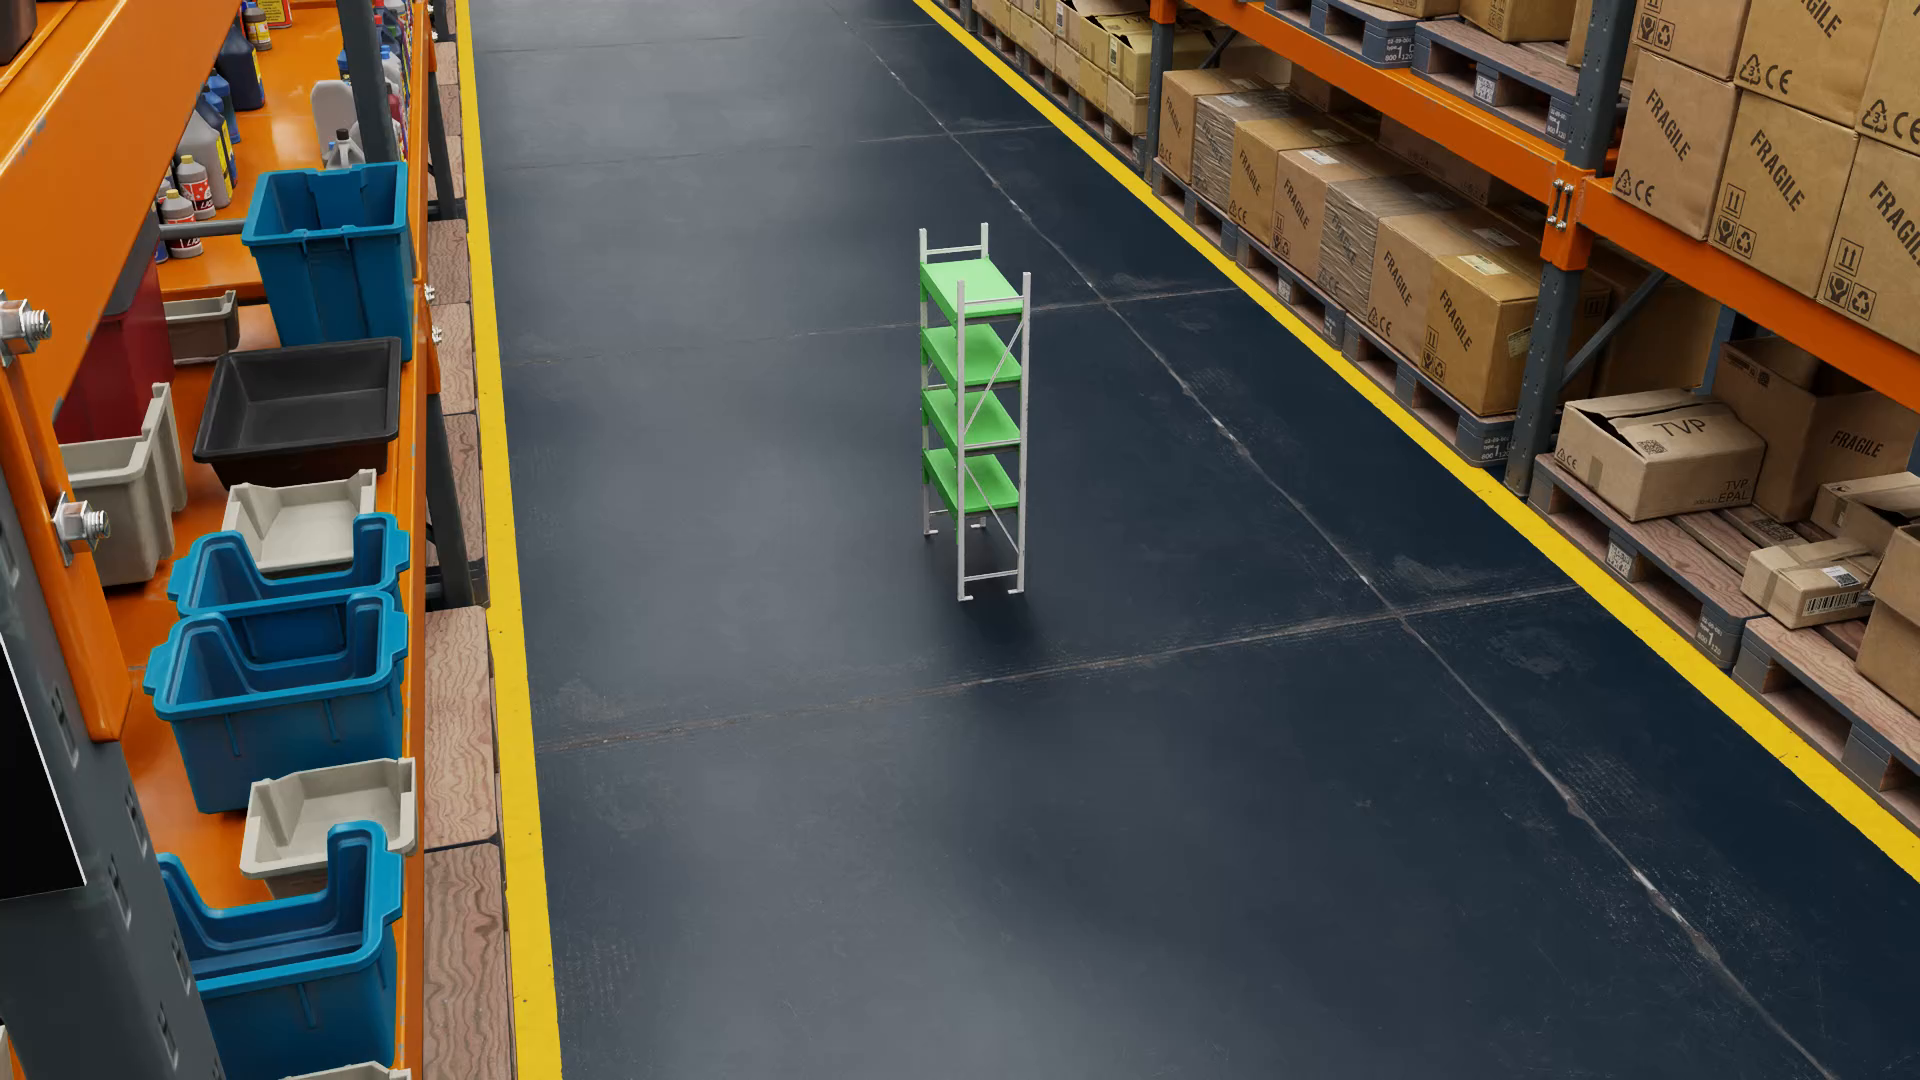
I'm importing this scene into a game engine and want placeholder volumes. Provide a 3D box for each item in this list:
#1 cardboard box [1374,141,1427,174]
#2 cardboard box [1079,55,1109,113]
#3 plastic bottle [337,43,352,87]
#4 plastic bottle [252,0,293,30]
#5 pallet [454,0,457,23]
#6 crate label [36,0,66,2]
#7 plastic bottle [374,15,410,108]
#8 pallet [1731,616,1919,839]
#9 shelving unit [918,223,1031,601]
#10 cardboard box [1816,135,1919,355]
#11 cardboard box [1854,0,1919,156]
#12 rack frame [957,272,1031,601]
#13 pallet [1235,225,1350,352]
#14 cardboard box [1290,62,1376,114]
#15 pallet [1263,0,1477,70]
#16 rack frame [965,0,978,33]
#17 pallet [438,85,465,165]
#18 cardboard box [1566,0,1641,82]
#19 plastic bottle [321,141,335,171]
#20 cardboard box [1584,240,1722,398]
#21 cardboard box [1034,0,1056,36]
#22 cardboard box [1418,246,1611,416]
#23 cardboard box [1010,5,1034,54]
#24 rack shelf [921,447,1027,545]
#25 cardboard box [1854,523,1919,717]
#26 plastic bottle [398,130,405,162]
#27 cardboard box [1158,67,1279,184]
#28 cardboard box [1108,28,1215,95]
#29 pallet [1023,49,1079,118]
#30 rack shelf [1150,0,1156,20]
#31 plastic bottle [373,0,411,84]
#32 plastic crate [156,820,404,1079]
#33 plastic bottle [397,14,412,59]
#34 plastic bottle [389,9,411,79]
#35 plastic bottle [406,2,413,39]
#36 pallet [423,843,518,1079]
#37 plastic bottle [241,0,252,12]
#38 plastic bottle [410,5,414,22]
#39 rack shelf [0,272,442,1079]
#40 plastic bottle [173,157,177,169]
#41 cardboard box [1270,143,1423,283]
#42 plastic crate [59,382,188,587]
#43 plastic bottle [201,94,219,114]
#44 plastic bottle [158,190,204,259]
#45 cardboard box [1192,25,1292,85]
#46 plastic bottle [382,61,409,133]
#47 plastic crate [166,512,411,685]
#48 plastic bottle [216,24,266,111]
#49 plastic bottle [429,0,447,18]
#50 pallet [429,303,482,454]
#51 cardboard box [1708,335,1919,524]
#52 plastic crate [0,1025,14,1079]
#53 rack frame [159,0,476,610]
[{"bbox_3d":[2.355,-1.670,8.197,0.500,0.500,0.500,-9,31,-15],"label":"cardboard box"},{"bbox_3d":[1.083,-2.947,10.672,0.500,0.250,0.500,-8,31,-14],"label":"cardboard box"},{"bbox_3d":[-2.375,-1.808,6.508,0.097,0.271,0.097,0,30,0],"label":"plastic bottle"},{"bbox_3d":[-3.229,-2.543,7.772,0.152,0.276,0.135,-8,31,-13],"label":"plastic bottle"},{"bbox_3d":[-4.706,-4.473,13.768,1.003,0.211,1.213,-8,31,-13],"label":"pallet"},{"bbox_3d":[-0.989,-0.687,1.596,0.408,0.251,0.502,-8,31,-13],"label":"crate label"},{"bbox_3d":[-2.270,-1.880,6.553,0.144,0.351,0.185,-8,31,-13],"label":"plastic bottle"},{"bbox_3d":[3.168,0.576,5.044,1.003,0.211,1.213,-8,31,-13],"label":"pallet"},{"bbox_3d":[0.044,-0.439,5.811,0.258,1.200,0.503,-8,31,-13],"label":"shelving unit"},{"bbox_3d":[2.802,-0.825,4.581,0.500,0.500,0.500,-8,31,-14],"label":"cardboard box"},{"bbox_3d":[2.787,-1.266,4.346,0.500,0.500,0.500,-9,31,-15],"label":"cardboard box"},{"bbox_3d":[0.109,-0.321,5.608,0.240,1.200,0.015,-8,31,-13],"label":"rack frame"},{"bbox_3d":[2.080,-1.324,8.327,1.003,0.211,1.213,-8,31,-13],"label":"pallet"},{"bbox_3d":[2.092,-2.471,8.832,0.500,0.250,0.500,-7,31,-11],"label":"cardboard box"},{"bbox_3d":[2.119,-2.463,7.703,1.003,0.211,1.213,-8,31,-13],"label":"pallet"},{"bbox_3d":[0.536,-5.417,12.614,1.000,3.000,0.127,-8,31,-13],"label":"rack frame"},{"bbox_3d":[-3.667,-2.589,10.511,1.003,0.211,1.213,-8,31,-13],"label":"pallet"},{"bbox_3d":[2.750,-2.036,6.255,0.700,0.500,0.500,-19,35,-30],"label":"cardboard box"},{"bbox_3d":[-2.085,-1.235,5.588,0.097,0.201,0.097,0,30,0],"label":"plastic bottle"},{"bbox_3d":[2.766,-0.927,6.914,0.500,0.500,0.500,-9,31,-16],"label":"cardboard box"},{"bbox_3d":[0.815,-3.676,11.373,0.500,0.311,0.500,-7,31,-12],"label":"cardboard box"},{"bbox_3d":[2.252,-0.862,6.800,0.500,0.500,0.500,-8,31,-14],"label":"cardboard box"},{"bbox_3d":[0.679,-3.684,11.946,0.500,0.250,0.500,-9,31,-15],"label":"cardboard box"},{"bbox_3d":[0.044,-0.176,5.964,0.258,0.148,0.480,-8,31,-13],"label":"rack shelf"},{"bbox_3d":[3.163,0.244,4.887,0.797,0.503,0.637,-8,31,-13],"label":"cardboard box"},{"bbox_3d":[-2.000,-1.368,5.817,0.097,0.201,0.097,0,30,0],"label":"plastic bottle"},{"bbox_3d":[1.443,-2.335,9.347,0.500,0.500,0.500,-7,31,-11],"label":"cardboard box"},{"bbox_3d":[1.222,-2.939,10.100,0.500,0.311,0.500,-7,31,-12],"label":"cardboard box"},{"bbox_3d":[1.097,-3.269,11.687,1.003,0.211,1.213,-8,31,-13],"label":"pallet"},{"bbox_3d":[1.067,-4.139,11.125,1.077,0.370,4.000,-8,31,-13],"label":"rack shelf"},{"bbox_3d":[-2.355,-2.034,6.818,0.144,0.351,0.185,-8,31,-13],"label":"plastic bottle"},{"bbox_3d":[-0.978,0.601,2.324,0.416,0.233,0.300,-8,31,-13],"label":"plastic crate"},{"bbox_3d":[-2.457,-2.199,7.253,0.097,0.201,0.097,0,30,0],"label":"plastic bottle"},{"bbox_3d":[-2.357,-2.087,6.977,0.061,0.283,0.133,-8,31,-13],"label":"plastic bottle"},{"bbox_3d":[-2.560,-2.387,7.577,0.097,0.201,0.097,0,30,0],"label":"plastic bottle"},{"bbox_3d":[-1.557,1.251,3.878,1.003,0.211,1.213,-8,31,-13],"label":"pallet"},{"bbox_3d":[-3.376,-2.522,7.737,0.152,0.276,0.135,-8,31,-13],"label":"plastic bottle"},{"bbox_3d":[-2.647,-2.545,7.851,0.097,0.201,0.097,0,30,0],"label":"plastic bottle"},{"bbox_3d":[-1.586,0.381,3.315,1.077,0.370,4.000,-8,31,-13],"label":"rack shelf"},{"bbox_3d":[-2.676,-1.275,5.508,0.144,0.351,0.185,-8,31,-13],"label":"plastic bottle"},{"bbox_3d":[1.859,-1.589,8.057,0.500,0.500,0.500,-9,31,-15],"label":"cardboard box"},{"bbox_3d":[-1.889,-0.109,3.502,0.437,0.282,0.530,-8,31,-13],"label":"plastic crate"},{"bbox_3d":[-2.649,-1.433,5.860,0.097,0.271,0.097,0,30,0],"label":"plastic bottle"},{"bbox_3d":[-2.418,-0.983,5.152,0.097,0.201,0.097,0,30,0],"label":"plastic bottle"},{"bbox_3d":[1.742,-3.011,10.224,0.500,0.311,0.500,-7,31,-12],"label":"cardboard box"},{"bbox_3d":[-2.180,-1.676,6.275,0.152,0.276,0.135,-8,31,-13],"label":"plastic bottle"},{"bbox_3d":[-1.233,0.138,3.124,0.416,0.233,0.300,-8,31,-13],"label":"plastic crate"},{"bbox_3d":[-2.858,-1.892,6.574,0.144,0.351,0.185,-8,31,-13],"label":"plastic bottle"},{"bbox_3d":[-4.015,-4.136,12.681,0.152,0.276,0.135,-7,31,-11],"label":"plastic bottle"},{"bbox_3d":[-2.609,-0.658,7.176,1.003,0.211,1.213,-8,31,-13],"label":"pallet"},{"bbox_3d":[3.084,-0.424,6.044,0.500,0.500,0.500,-8,31,-13],"label":"cardboard box"},{"bbox_3d":[-1.446,0.754,2.156,0.396,0.136,0.243,-8,31,-13],"label":"plastic crate"},{"bbox_3d":[-2.117,-0.896,4.804,1.000,3.000,0.127,-8,31,-13],"label":"rack frame"}]
